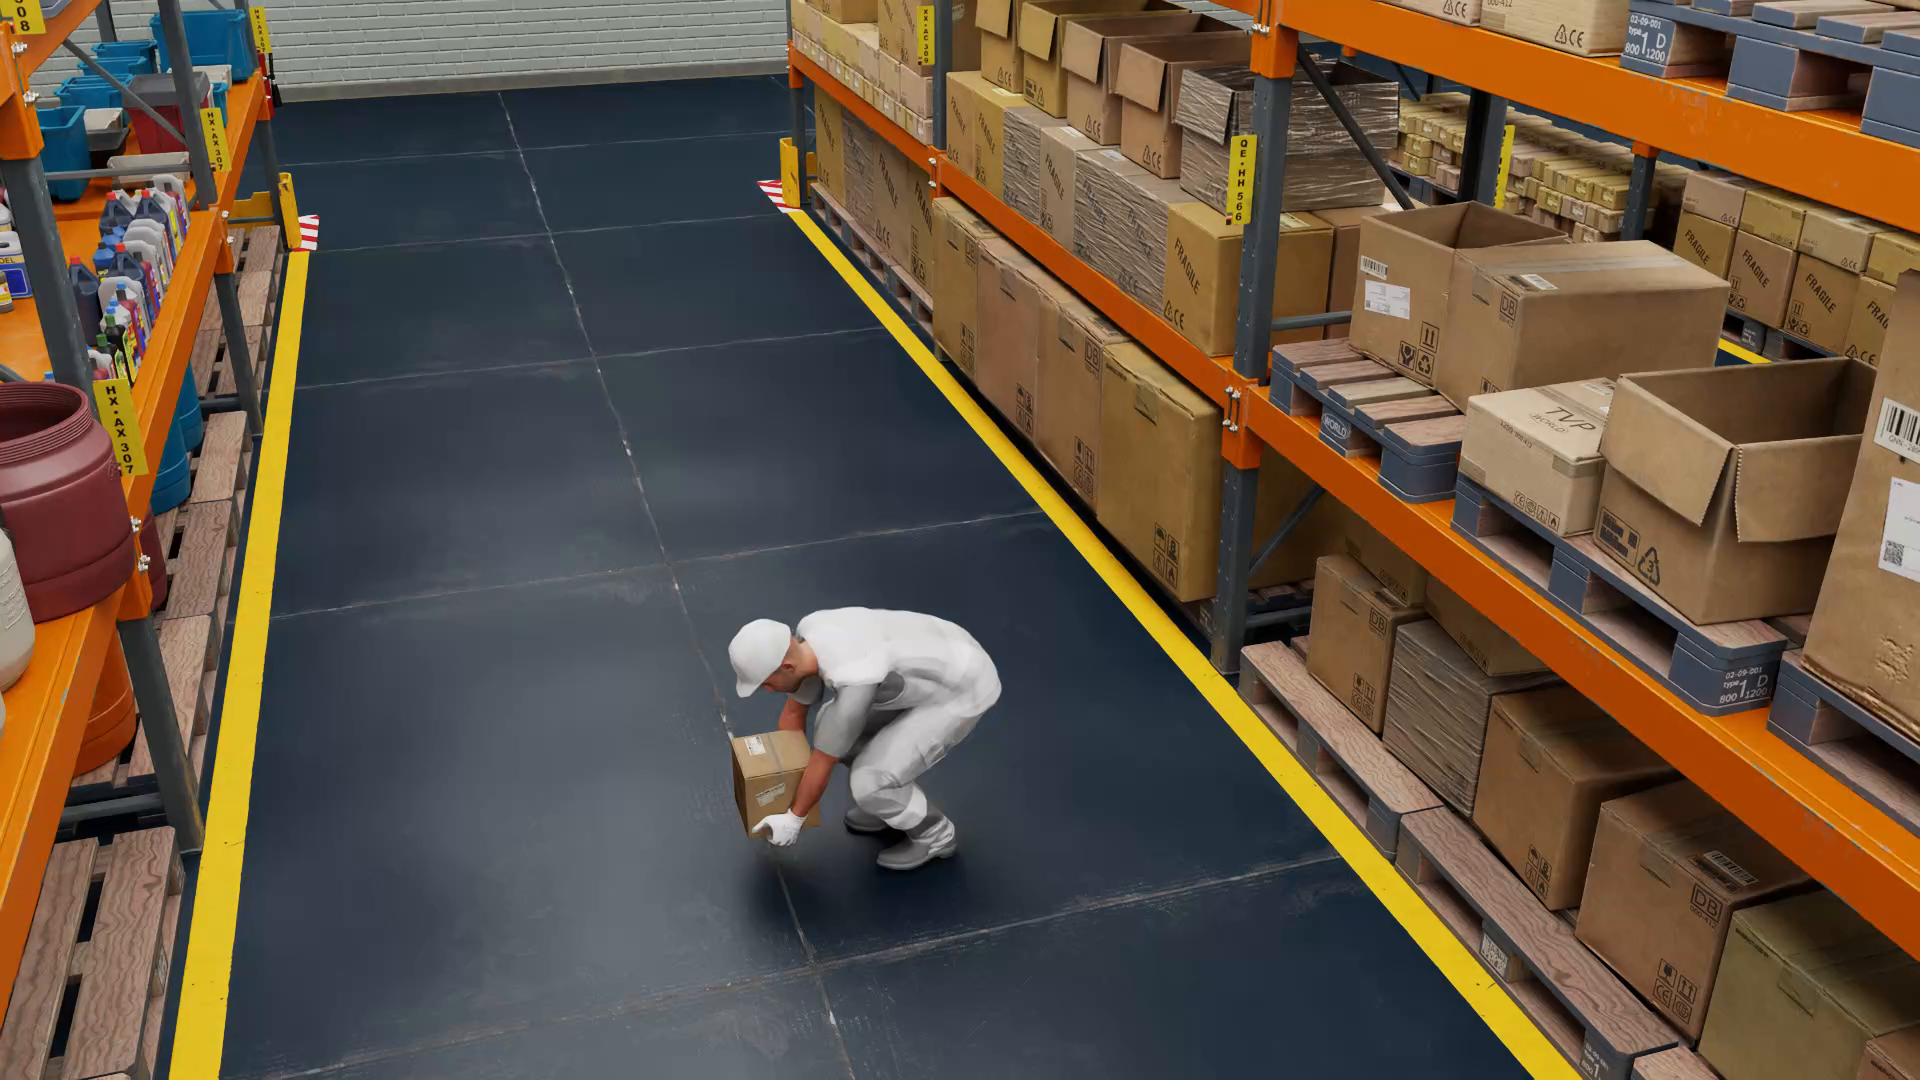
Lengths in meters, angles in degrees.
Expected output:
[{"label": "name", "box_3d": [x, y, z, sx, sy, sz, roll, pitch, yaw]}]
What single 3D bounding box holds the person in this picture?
[{"label": "person", "box_3d": [-0.317, 0.643, 5.688, 0.921, 0.988, 0.524, -9, 27, -18]}]
